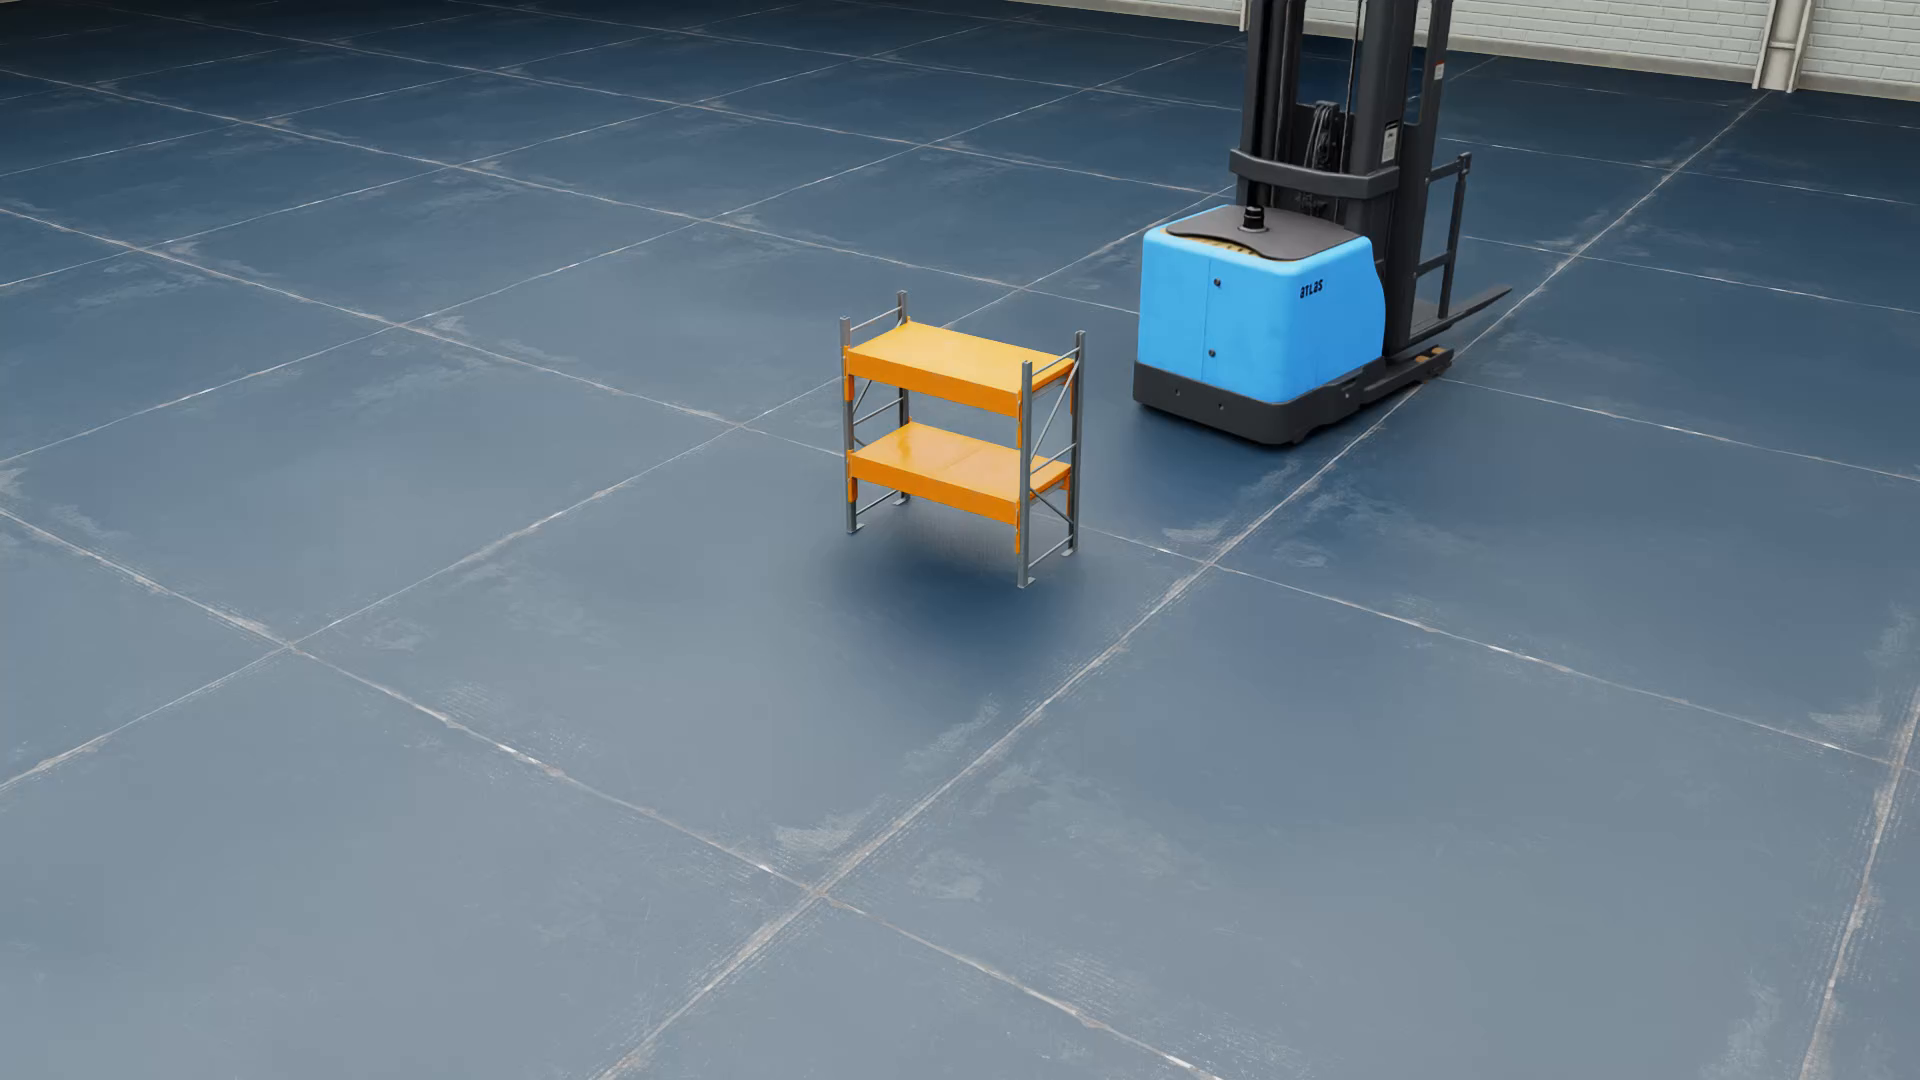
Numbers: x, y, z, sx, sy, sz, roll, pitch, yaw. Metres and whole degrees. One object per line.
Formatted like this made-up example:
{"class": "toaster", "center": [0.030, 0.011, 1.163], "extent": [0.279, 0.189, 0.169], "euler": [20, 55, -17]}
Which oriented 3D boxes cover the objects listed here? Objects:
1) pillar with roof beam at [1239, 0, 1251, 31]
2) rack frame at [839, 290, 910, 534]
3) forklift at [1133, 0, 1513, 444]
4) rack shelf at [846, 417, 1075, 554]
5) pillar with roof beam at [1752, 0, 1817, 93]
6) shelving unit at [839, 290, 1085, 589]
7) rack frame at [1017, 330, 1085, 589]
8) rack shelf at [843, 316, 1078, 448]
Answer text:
{"class": "pillar with roof beam", "center": [1.291, -8.755, 15.531], "extent": [0.400, 9.000, 9.100], "euler": [17, 32, 30]}
{"class": "rack frame", "center": [-0.413, -0.630, 8.248], "extent": [0.032, 1.125, 0.500], "euler": [17, 32, 30]}
{"class": "forklift", "center": [2.394, -2.405, 9.744], "extent": [1.130, 2.935, 3.031], "euler": [24, 35, 38]}
{"class": "rack shelf", "center": [0.006, -0.282, 8.102], "extent": [1.000, 0.278, 0.538], "euler": [17, 32, 30]}
{"class": "pillar with roof beam", "center": [6.236, -7.214, 12.504], "extent": [0.400, 9.000, 9.100], "euler": [17, 32, 30]}
{"class": "shelving unit", "center": [0.006, -0.500, 7.991], "extent": [1.048, 1.125, 0.538], "euler": [17, 32, 30]}
{"class": "rack frame", "center": [0.425, -0.369, 7.735], "extent": [0.032, 1.125, 0.500], "euler": [17, 32, 30]}
{"class": "rack shelf", "center": [0.006, -0.760, 7.859], "extent": [1.000, 0.278, 0.538], "euler": [17, 32, 30]}
